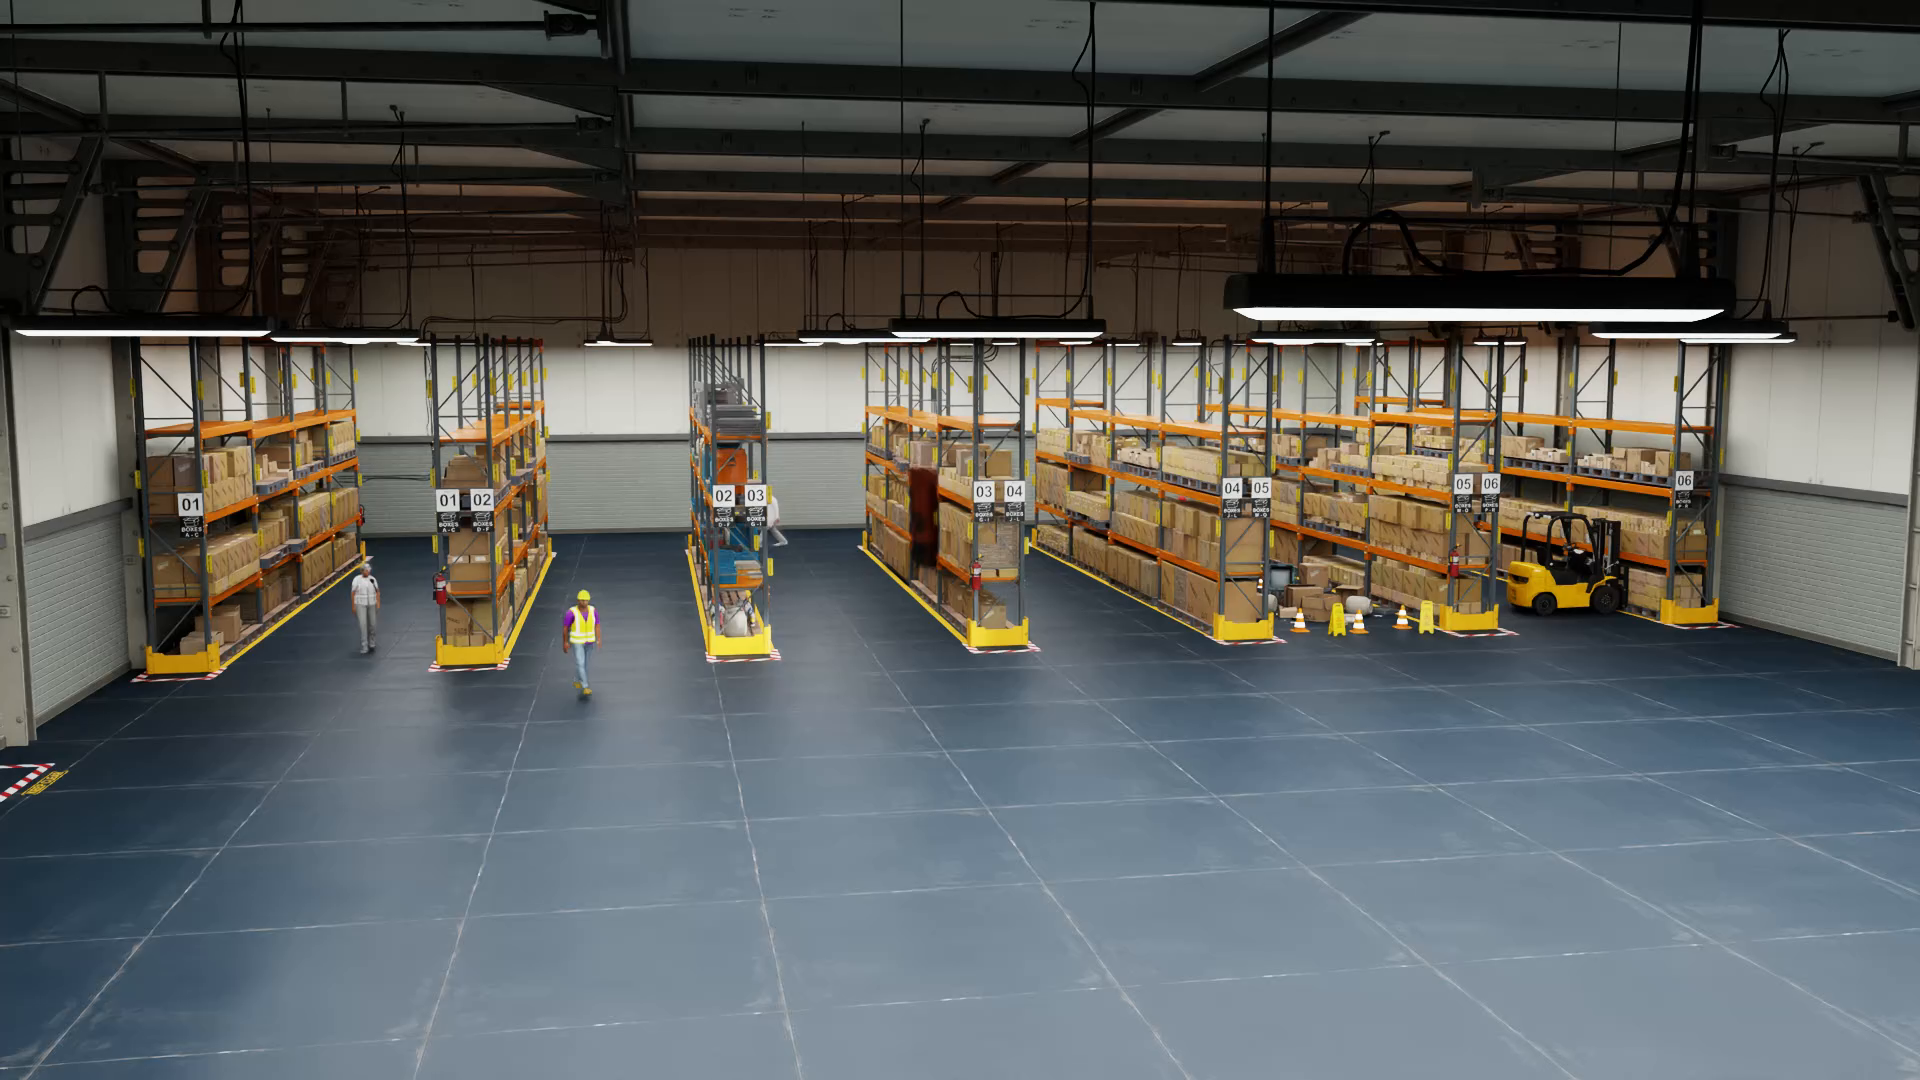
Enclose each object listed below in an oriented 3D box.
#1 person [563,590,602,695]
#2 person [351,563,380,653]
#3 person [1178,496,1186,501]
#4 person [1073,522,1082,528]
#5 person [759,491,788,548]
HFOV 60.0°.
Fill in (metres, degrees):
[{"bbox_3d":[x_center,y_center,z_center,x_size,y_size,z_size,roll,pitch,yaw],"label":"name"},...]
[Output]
[{"bbox_3d":[-6.234,1.684,27.621,0.590,1.701,1.065,-6,9,-41],"label":"person"},{"bbox_3d":[-11.318,1.286,31.827,0.505,1.651,0.721,-5,8,-37],"label":"person"},{"bbox_3d":[6.000,-0.294,44.778,0.602,1.791,0.467,-6,9,-43],"label":"person"},{"bbox_3d":[3.498,-0.951,50.521,0.462,1.796,0.584,-4,8,-31],"label":"person"},{"bbox_3d":[-5.547,-0.642,48.124,1.146,1.709,0.552,-2,7,-16],"label":"person"}]
